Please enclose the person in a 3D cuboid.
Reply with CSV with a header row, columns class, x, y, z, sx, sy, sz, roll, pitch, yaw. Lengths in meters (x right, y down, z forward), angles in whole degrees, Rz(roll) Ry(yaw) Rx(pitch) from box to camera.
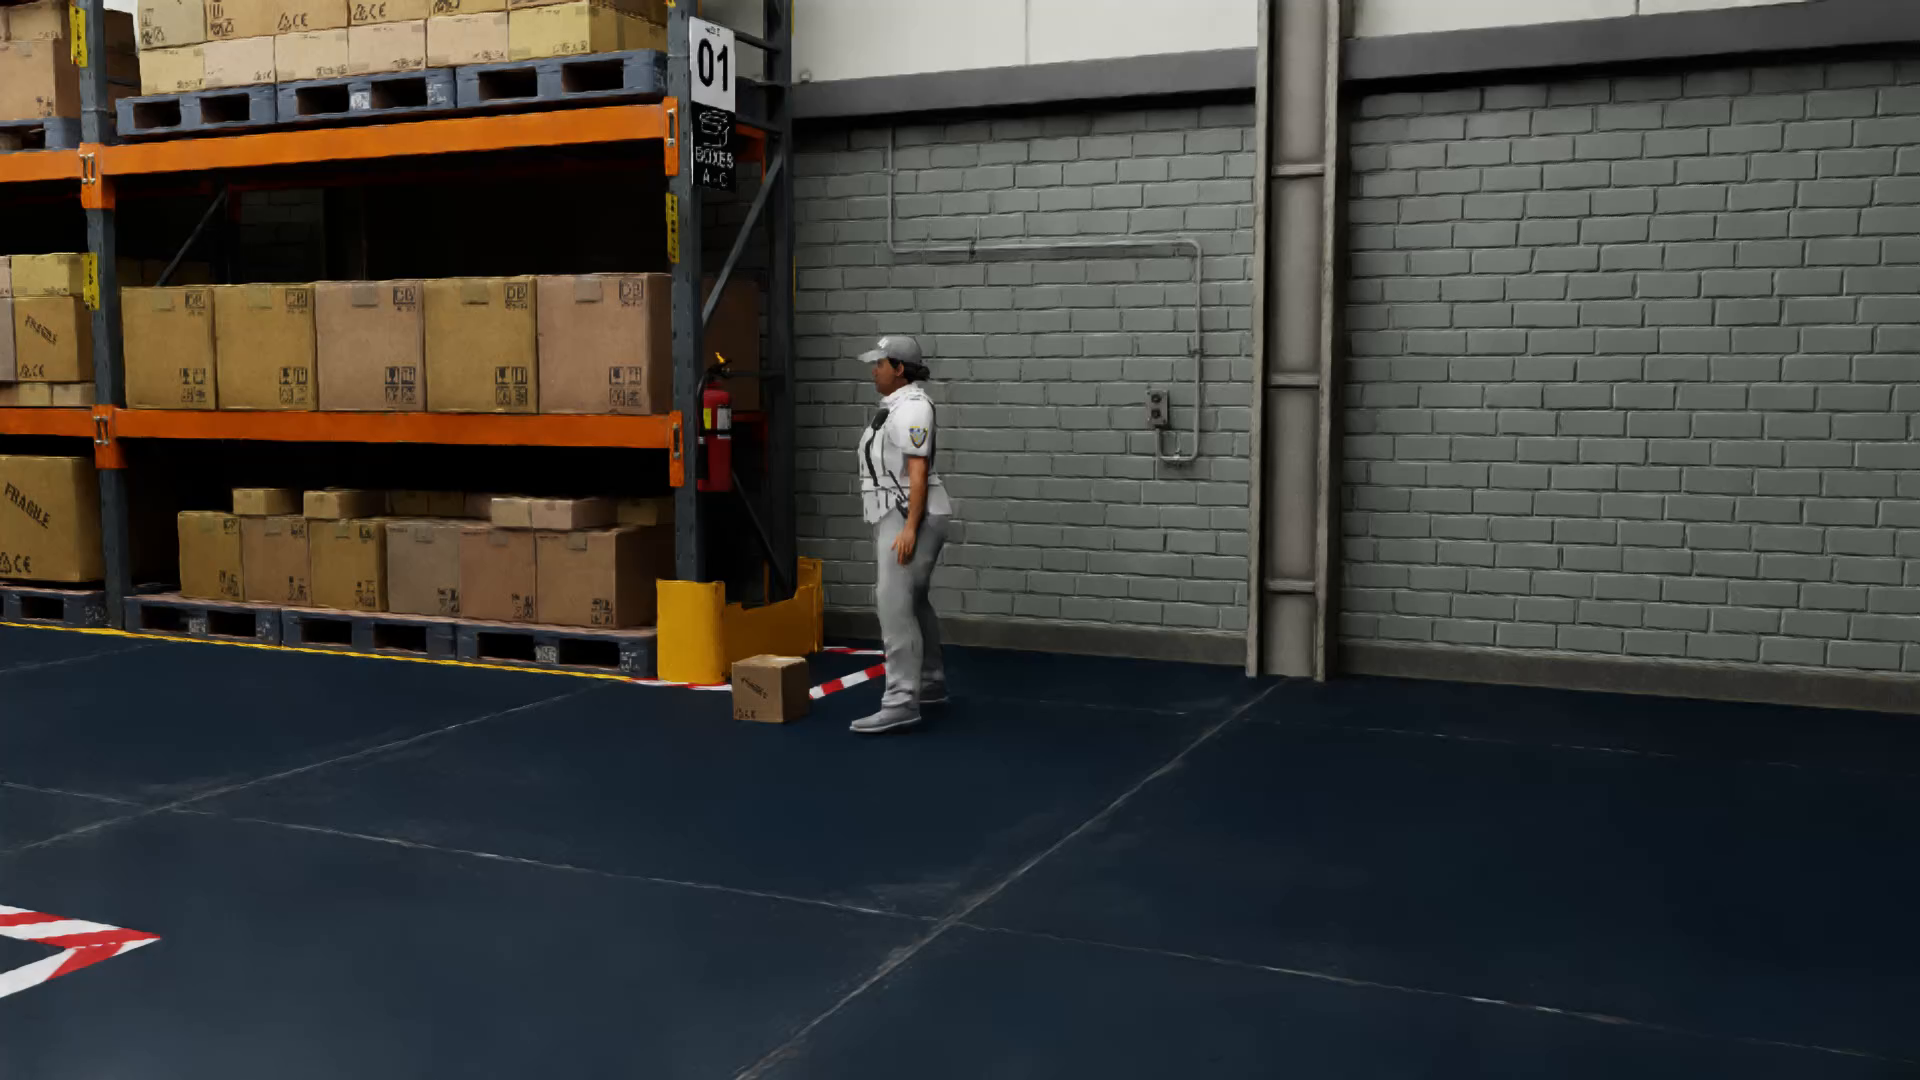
class,x,y,z,sx,sy,sz,roll,pitch,yaw
person,-0.264,-0.054,7.166,0.529,1.657,0.651,-1,6,-14
